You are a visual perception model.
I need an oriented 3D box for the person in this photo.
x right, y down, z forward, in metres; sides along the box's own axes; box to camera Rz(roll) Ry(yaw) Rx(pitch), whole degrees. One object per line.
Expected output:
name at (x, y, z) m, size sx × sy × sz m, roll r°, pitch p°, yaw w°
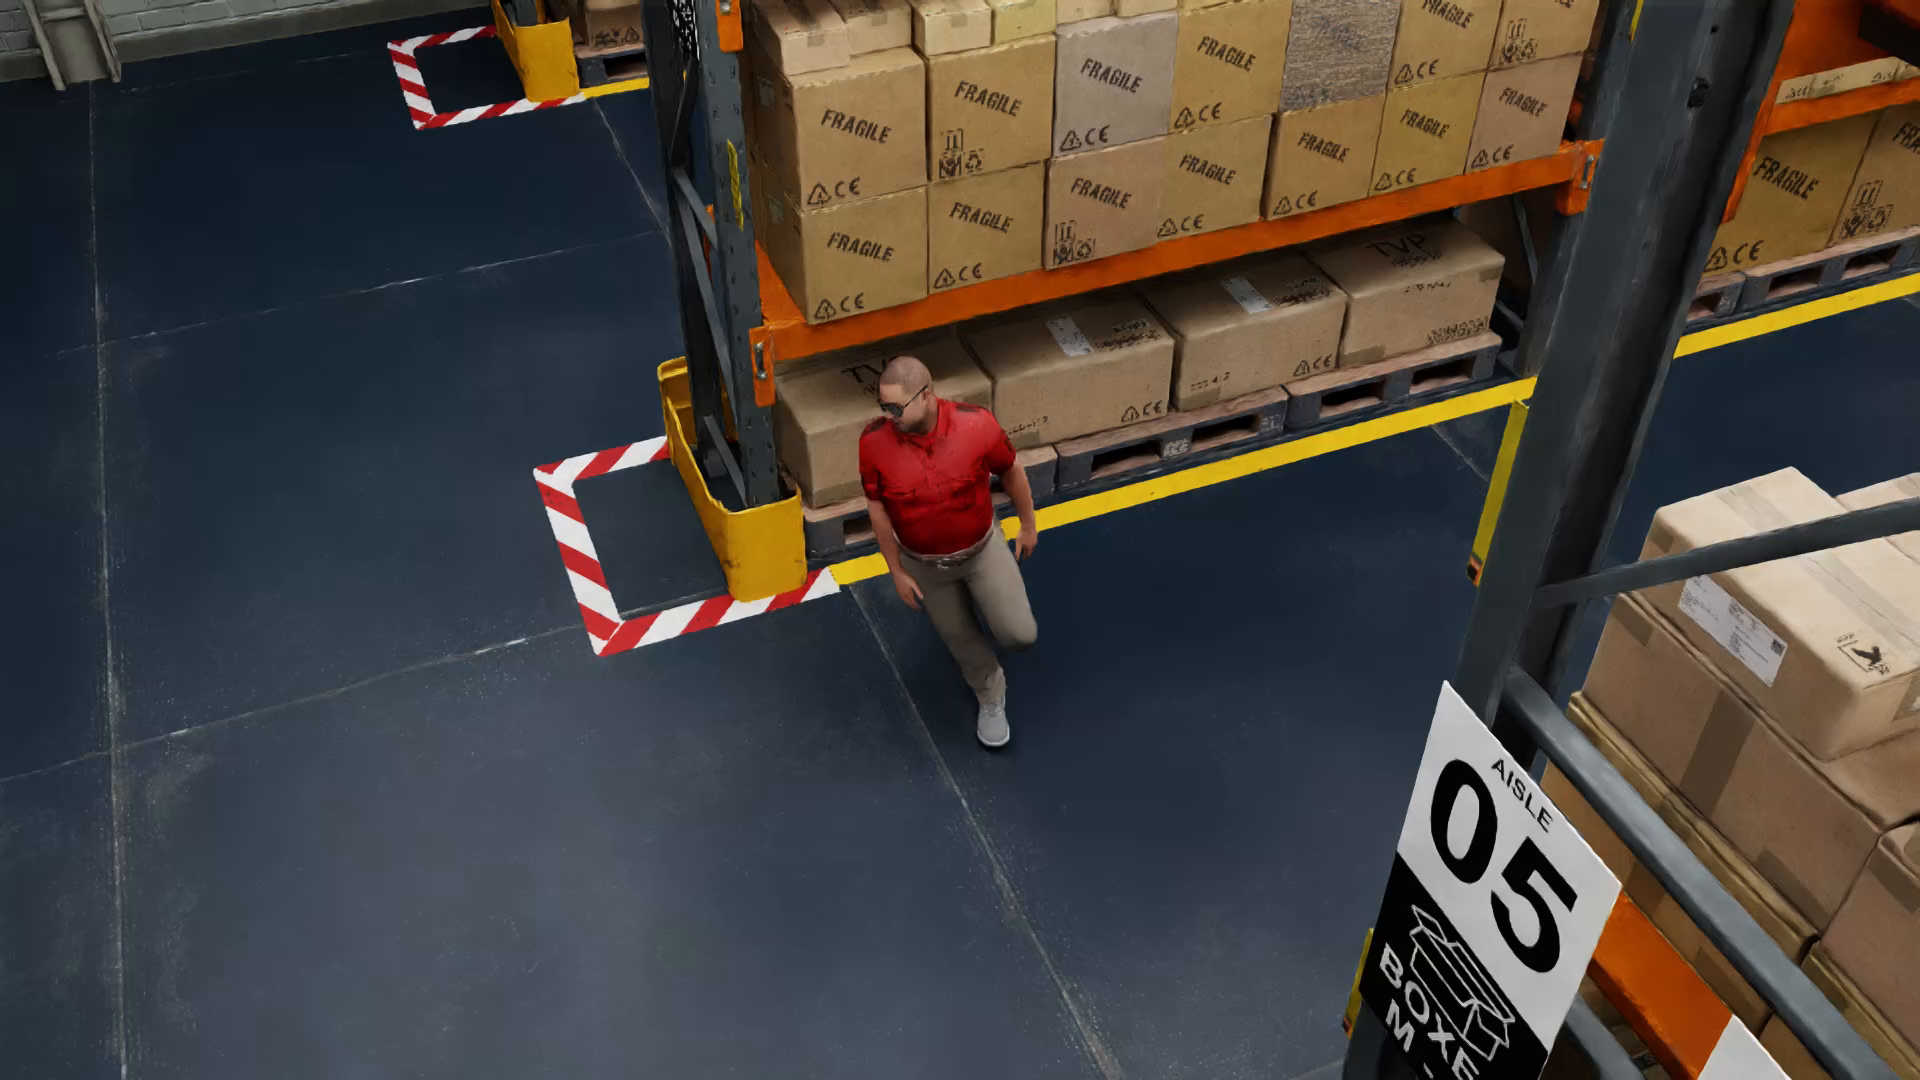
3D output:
person at (-0.030, 0.021, 6.162) m, size 0.654 × 1.681 × 0.600 m, roll -5°, pitch 42°, yaw -5°
